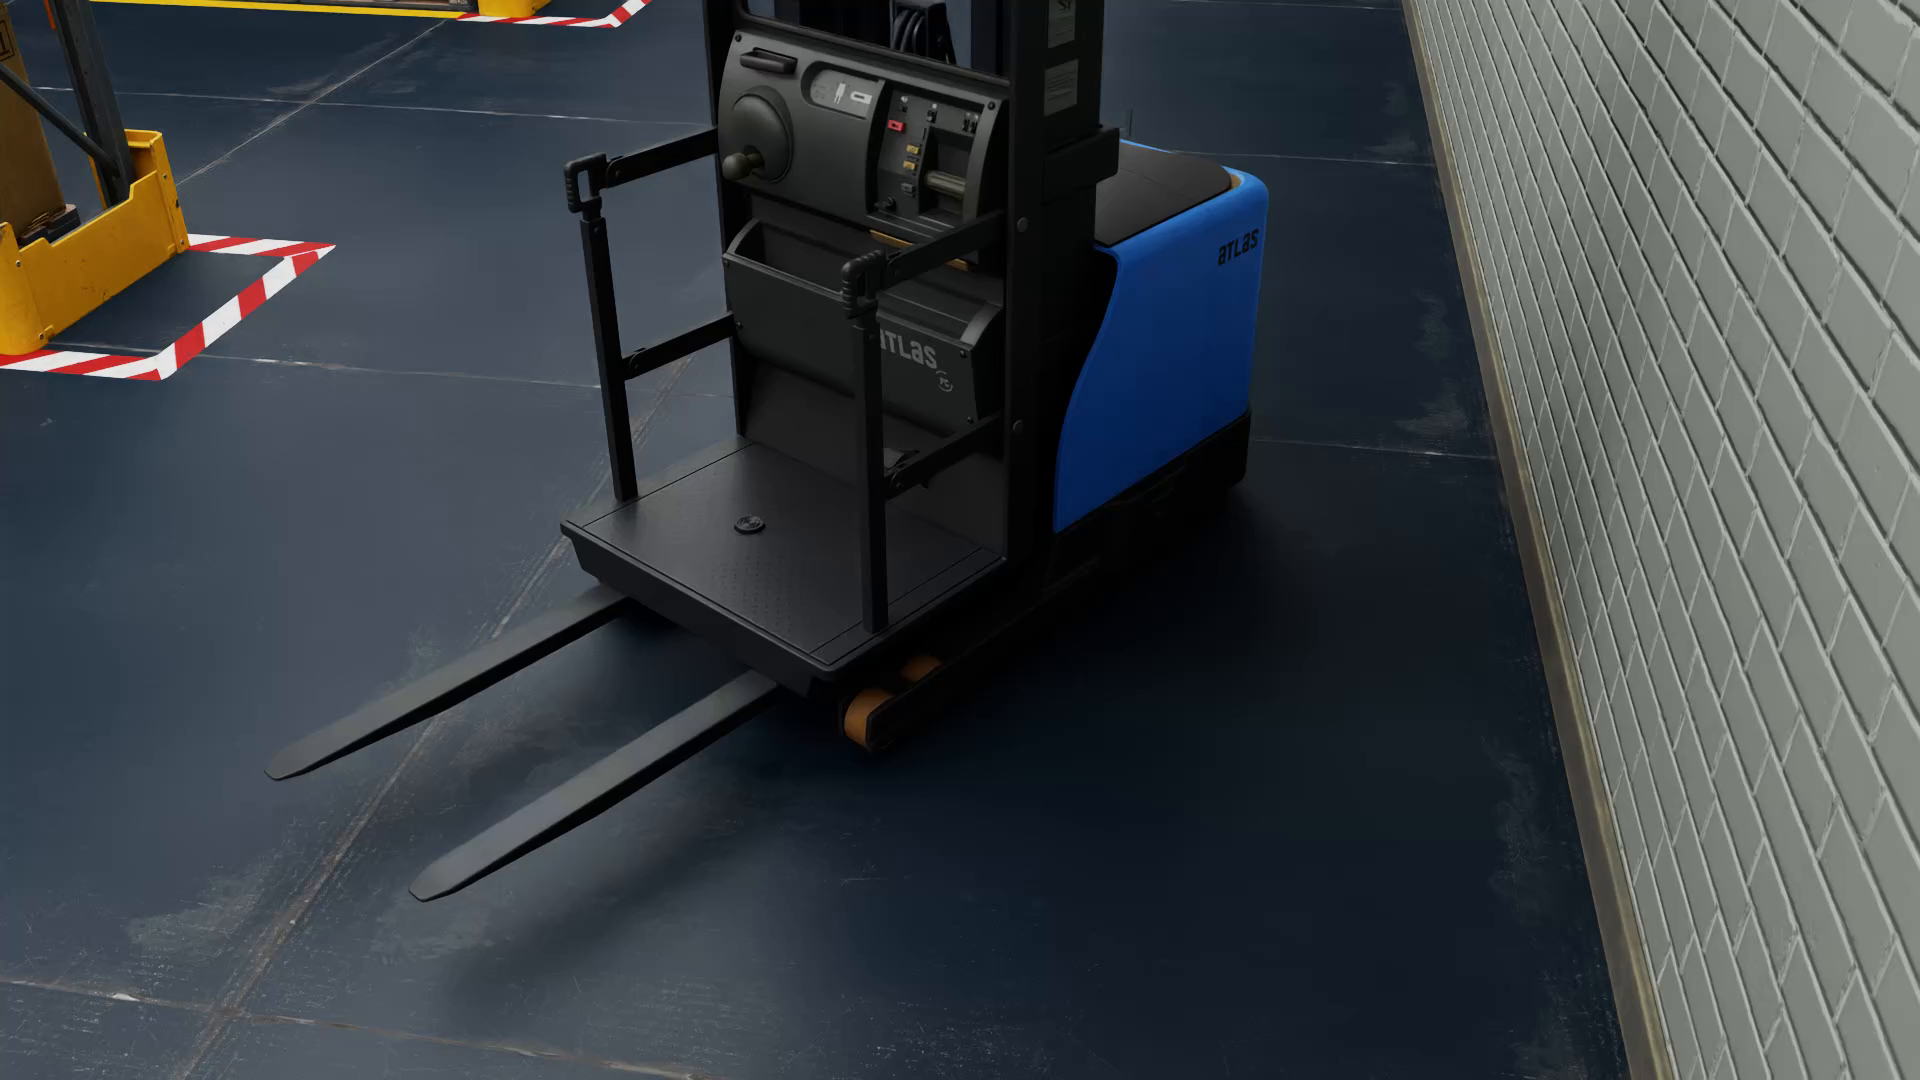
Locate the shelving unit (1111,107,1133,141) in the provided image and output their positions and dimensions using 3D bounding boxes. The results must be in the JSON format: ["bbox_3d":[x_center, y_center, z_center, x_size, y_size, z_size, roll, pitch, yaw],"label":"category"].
[{"bbox_3d":[0.413,-0.988,5.833,0.215,1.050,0.252,25,38,34],"label":"shelving unit"}]

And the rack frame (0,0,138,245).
[{"bbox_3d":[-3.666,-2.297,6.093,0.127,3.000,1.000,5,32,8],"label":"rack frame"}]

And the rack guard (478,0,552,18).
[{"bbox_3d":[-2.807,-3.832,10.902,0.348,0.500,1.175,5,32,8],"label":"rack guard"}]

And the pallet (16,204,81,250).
[{"bbox_3d":[-4.467,-1.145,6.881,1.213,0.211,1.003,5,32,8],"label":"pallet"}]

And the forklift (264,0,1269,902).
[{"bbox_3d":[-0.411,-0.994,4.076,1.130,2.935,3.031,25,40,34],"label":"forklift"}]

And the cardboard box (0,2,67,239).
[{"bbox_3d":[-4.310,-1.590,6.569,0.875,0.875,0.875,5,32,8],"label":"cardboard box"}]

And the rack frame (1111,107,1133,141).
[{"bbox_3d":[0.494,-1.034,5.912,0.200,1.050,0.008,25,38,34],"label":"rack frame"}]

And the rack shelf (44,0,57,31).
[{"bbox_3d":[-5.637,-2.171,6.569,4.000,0.370,1.077,5,32,8],"label":"rack shelf"}]

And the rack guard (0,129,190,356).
[{"bbox_3d":[-3.642,-1.235,6.752,0.348,0.500,1.175,5,32,8],"label":"rack guard"}]

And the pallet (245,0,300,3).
[{"bbox_3d":[-4.838,-3.909,11.297,1.213,0.211,1.003,5,32,8],"label":"pallet"}]

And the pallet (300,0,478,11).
[{"bbox_3d":[-3.639,-3.799,11.121,1.213,0.211,1.003,5,32,8],"label":"pallet"}]
